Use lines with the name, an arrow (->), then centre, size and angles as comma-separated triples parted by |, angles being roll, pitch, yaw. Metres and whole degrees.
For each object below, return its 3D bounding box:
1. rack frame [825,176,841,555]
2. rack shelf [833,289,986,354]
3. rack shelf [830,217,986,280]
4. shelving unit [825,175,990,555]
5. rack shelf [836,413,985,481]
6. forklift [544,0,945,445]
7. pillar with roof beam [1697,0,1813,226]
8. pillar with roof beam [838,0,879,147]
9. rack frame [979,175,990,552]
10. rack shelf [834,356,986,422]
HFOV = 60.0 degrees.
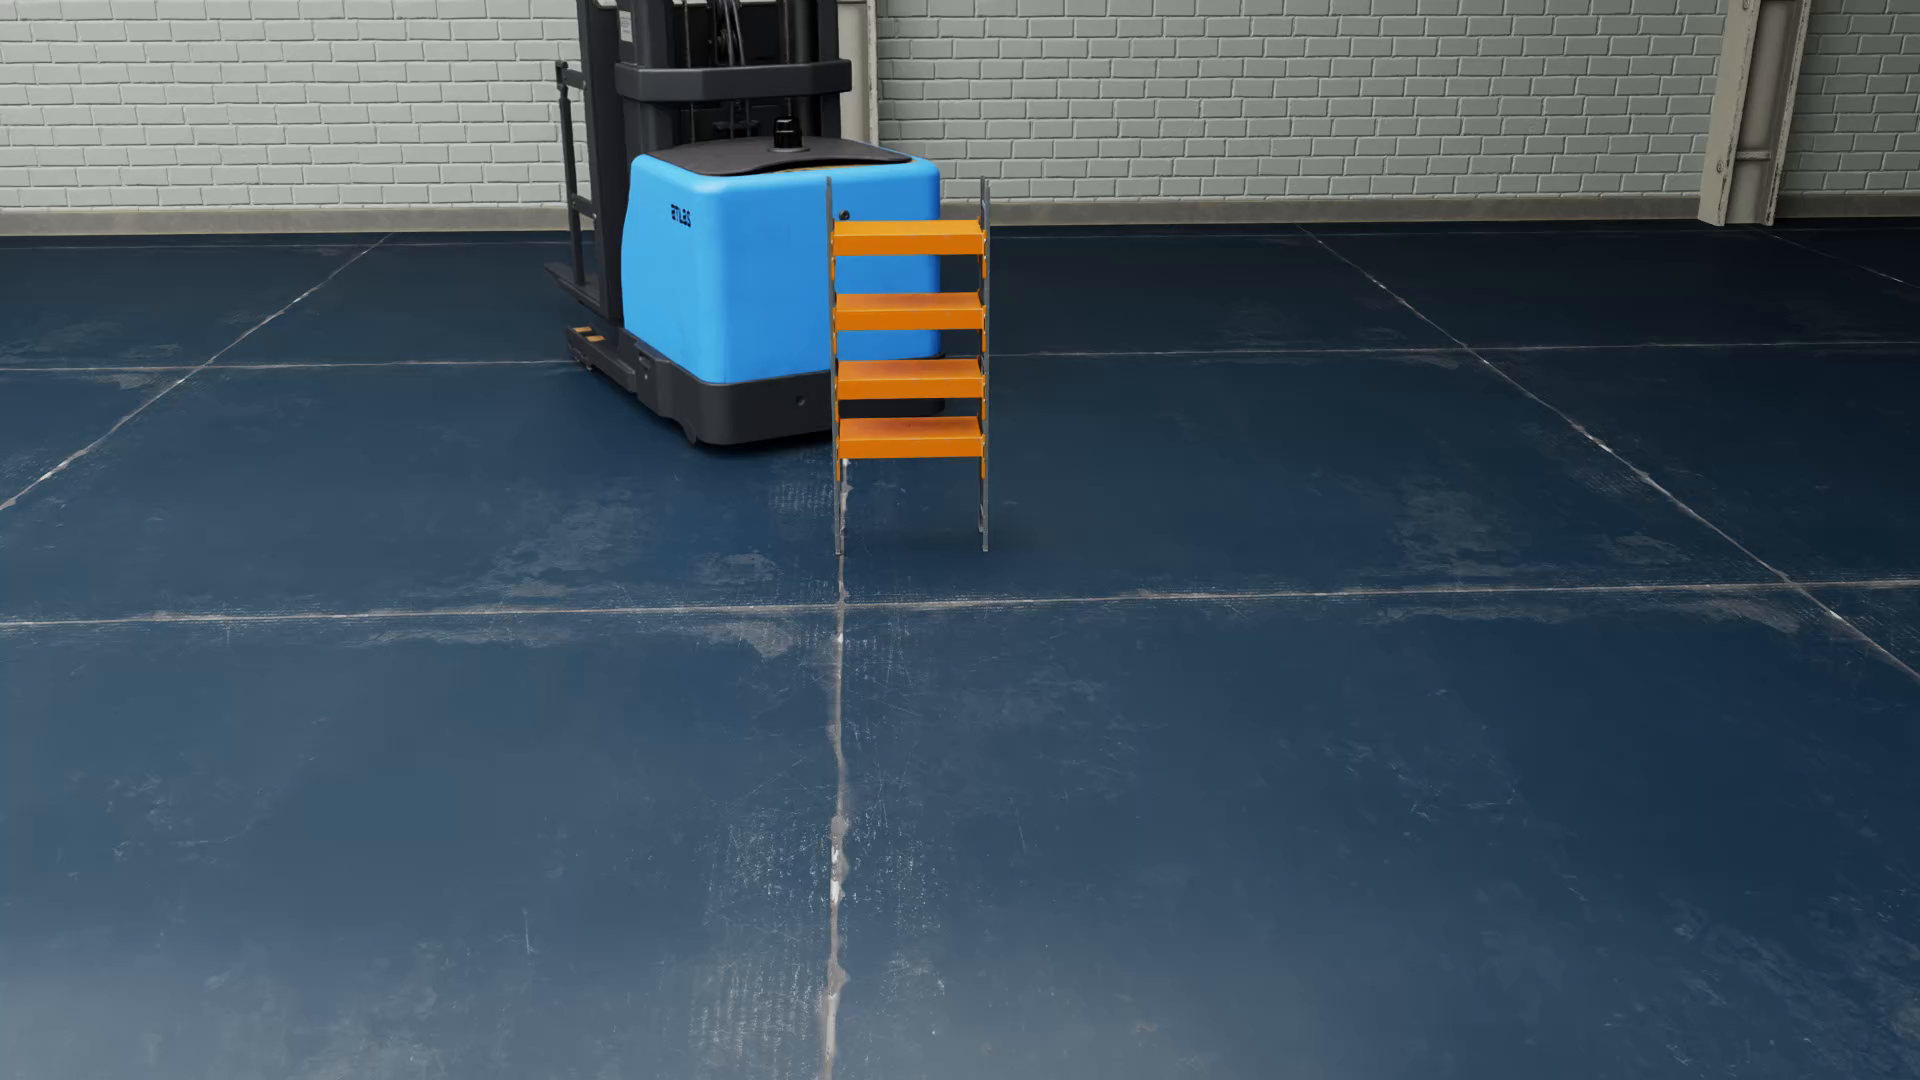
rack frame -> -0.409, -0.552, 5.386 | 0.015, 1.200, 0.240 | -1, 21, -3
rack shelf -> -0.165, -0.704, 5.343 | 0.480, 0.148, 0.258 | -1, 21, -3
rack shelf -> -0.165, -0.925, 5.259 | 0.480, 0.148, 0.258 | -1, 21, -3
shelving unit -> -0.165, -0.557, 5.399 | 0.503, 1.200, 0.258 | -1, 21, -3
rack shelf -> -0.165, -0.309, 5.493 | 0.480, 0.148, 0.258 | -1, 21, -3
forklift -> -1.203, -2.216, 7.321 | 1.130, 2.935, 3.031 | -11, 23, -26
pillar with roof beam -> 5.511, -4.842, 5.693 | 0.400, 9.000, 9.100 | -1, 21, -3
pillar with roof beam -> -0.479, -4.721, 5.372 | 0.400, 9.000, 9.100 | -1, 21, -3
rack frame -> 0.078, -0.562, 5.412 | 0.015, 1.200, 0.240 | -1, 21, -3
rack shelf -> -0.165, -0.495, 5.423 | 0.480, 0.148, 0.258 | -1, 21, -3
